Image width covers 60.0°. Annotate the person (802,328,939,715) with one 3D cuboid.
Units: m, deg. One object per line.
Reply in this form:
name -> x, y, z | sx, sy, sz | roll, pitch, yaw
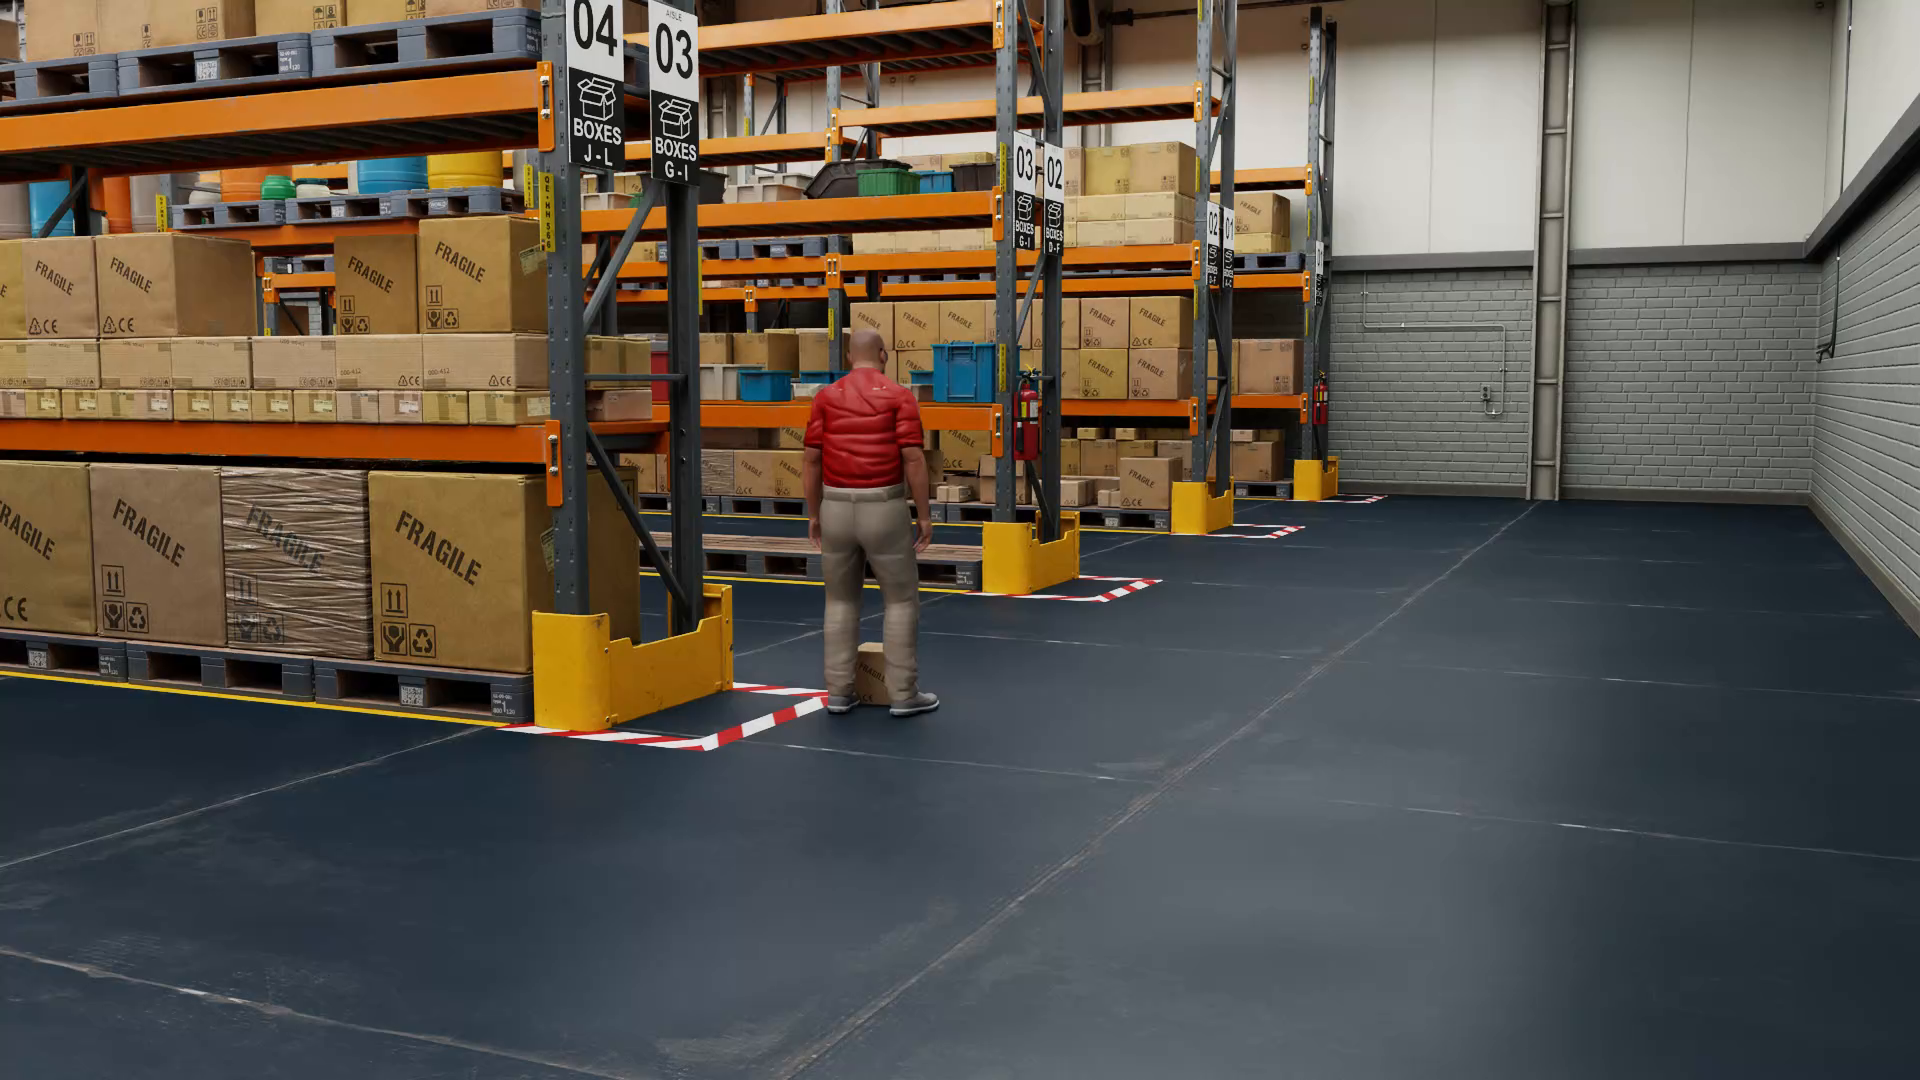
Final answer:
person -> -0.414, -0.085, 7.480 | 0.589, 1.726, 0.393 | 2, 6, 16
